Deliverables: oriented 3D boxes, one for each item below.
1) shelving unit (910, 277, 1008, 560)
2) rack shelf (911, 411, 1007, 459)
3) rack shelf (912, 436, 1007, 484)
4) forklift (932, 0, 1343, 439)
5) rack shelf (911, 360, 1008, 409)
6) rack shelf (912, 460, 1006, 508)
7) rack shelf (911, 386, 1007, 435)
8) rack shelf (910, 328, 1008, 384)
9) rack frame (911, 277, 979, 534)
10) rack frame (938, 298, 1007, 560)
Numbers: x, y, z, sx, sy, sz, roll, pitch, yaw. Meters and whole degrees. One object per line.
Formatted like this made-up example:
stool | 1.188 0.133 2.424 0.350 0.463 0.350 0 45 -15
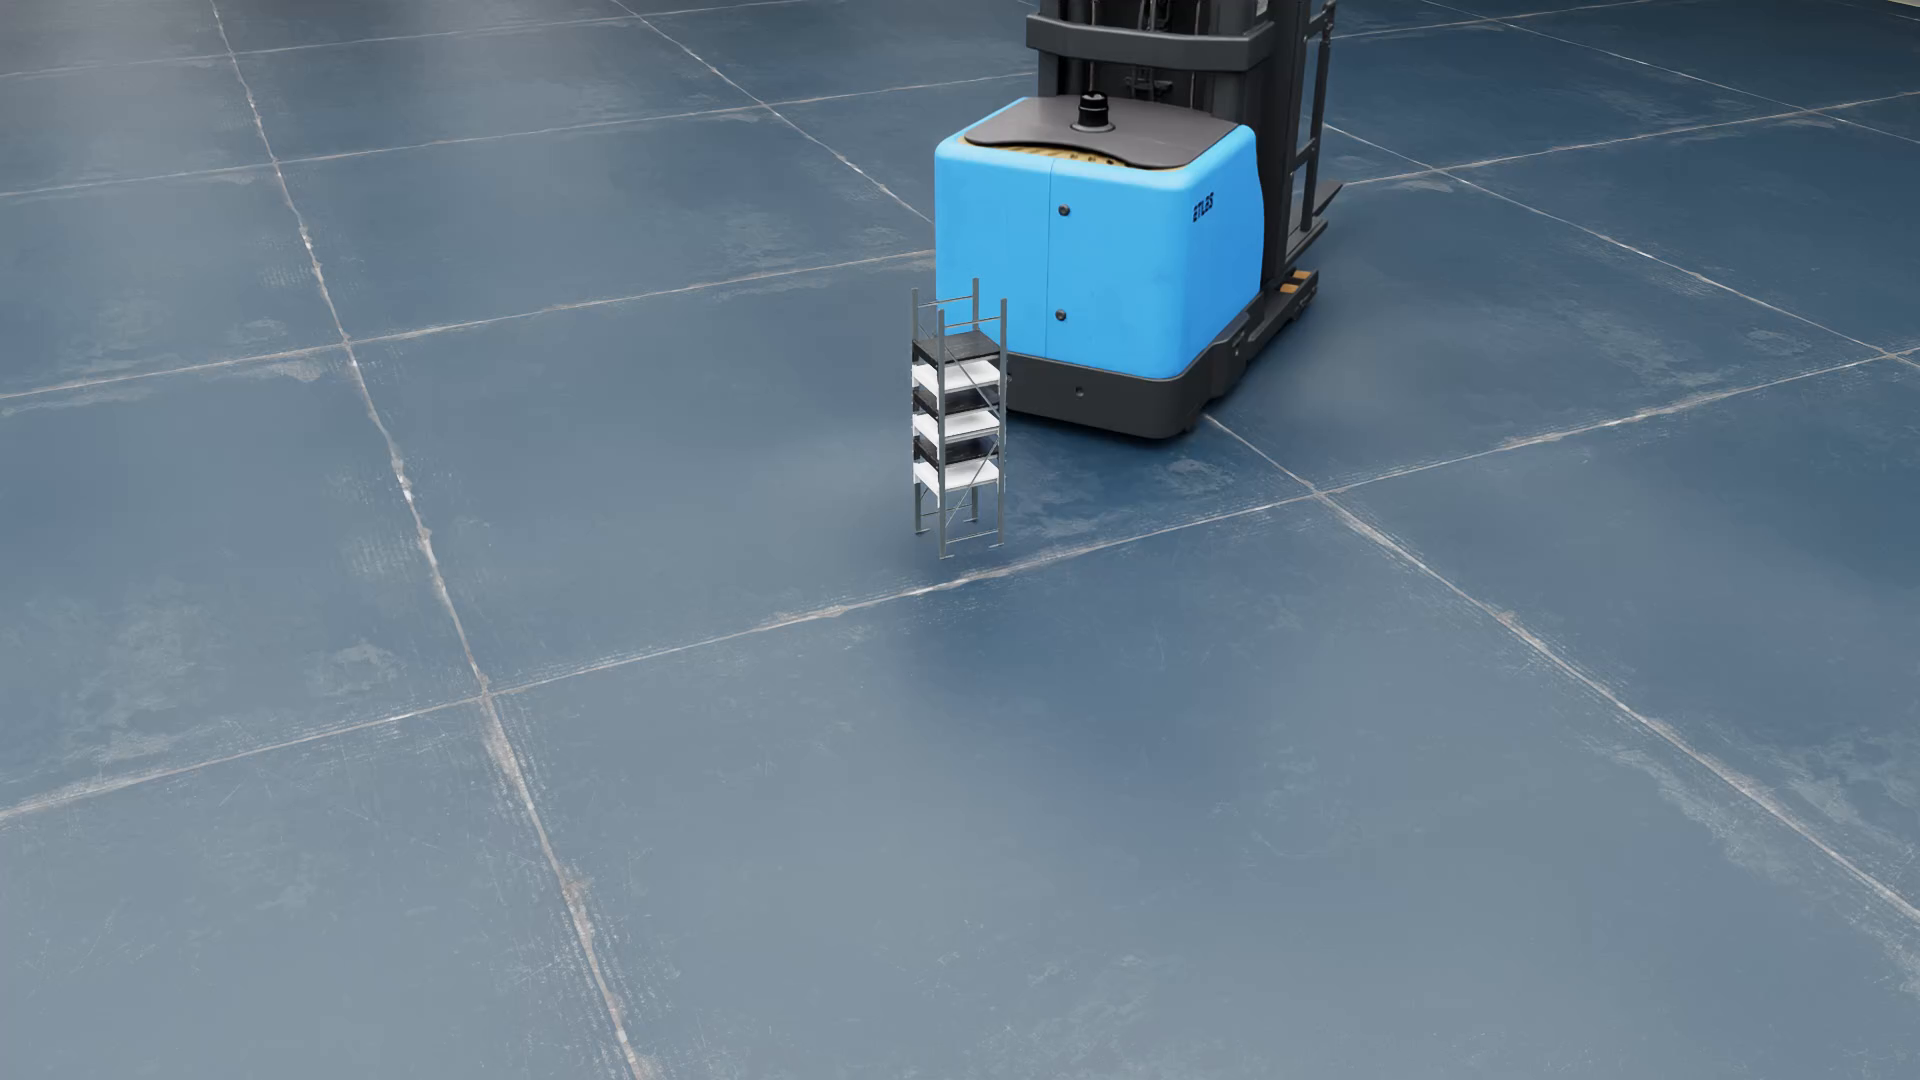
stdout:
shelving unit | -0.003 -0.396 5.536 0.258 0.900 0.210 -13 32 -22
rack shelf | -0.003 -0.367 5.553 0.258 0.077 0.200 -13 32 -22
rack shelf | -0.003 -0.289 5.597 0.258 0.077 0.200 -13 32 -22
forklift | 1.001 -2.357 6.957 1.130 2.935 3.031 14 32 23
rack shelf | -0.003 -0.524 5.465 0.258 0.077 0.200 -13 32 -22
rack shelf | -0.003 -0.210 5.641 0.258 0.077 0.200 -13 32 -22
rack shelf | -0.003 -0.446 5.509 0.258 0.077 0.200 -13 32 -22
rack shelf | -0.003 -0.603 5.421 0.258 0.077 0.200 -13 32 -22
rack frame | -0.047 -0.441 5.616 0.240 0.900 0.006 -13 32 -22
rack frame | 0.040 -0.351 5.456 0.240 0.900 0.006 -13 32 -22
